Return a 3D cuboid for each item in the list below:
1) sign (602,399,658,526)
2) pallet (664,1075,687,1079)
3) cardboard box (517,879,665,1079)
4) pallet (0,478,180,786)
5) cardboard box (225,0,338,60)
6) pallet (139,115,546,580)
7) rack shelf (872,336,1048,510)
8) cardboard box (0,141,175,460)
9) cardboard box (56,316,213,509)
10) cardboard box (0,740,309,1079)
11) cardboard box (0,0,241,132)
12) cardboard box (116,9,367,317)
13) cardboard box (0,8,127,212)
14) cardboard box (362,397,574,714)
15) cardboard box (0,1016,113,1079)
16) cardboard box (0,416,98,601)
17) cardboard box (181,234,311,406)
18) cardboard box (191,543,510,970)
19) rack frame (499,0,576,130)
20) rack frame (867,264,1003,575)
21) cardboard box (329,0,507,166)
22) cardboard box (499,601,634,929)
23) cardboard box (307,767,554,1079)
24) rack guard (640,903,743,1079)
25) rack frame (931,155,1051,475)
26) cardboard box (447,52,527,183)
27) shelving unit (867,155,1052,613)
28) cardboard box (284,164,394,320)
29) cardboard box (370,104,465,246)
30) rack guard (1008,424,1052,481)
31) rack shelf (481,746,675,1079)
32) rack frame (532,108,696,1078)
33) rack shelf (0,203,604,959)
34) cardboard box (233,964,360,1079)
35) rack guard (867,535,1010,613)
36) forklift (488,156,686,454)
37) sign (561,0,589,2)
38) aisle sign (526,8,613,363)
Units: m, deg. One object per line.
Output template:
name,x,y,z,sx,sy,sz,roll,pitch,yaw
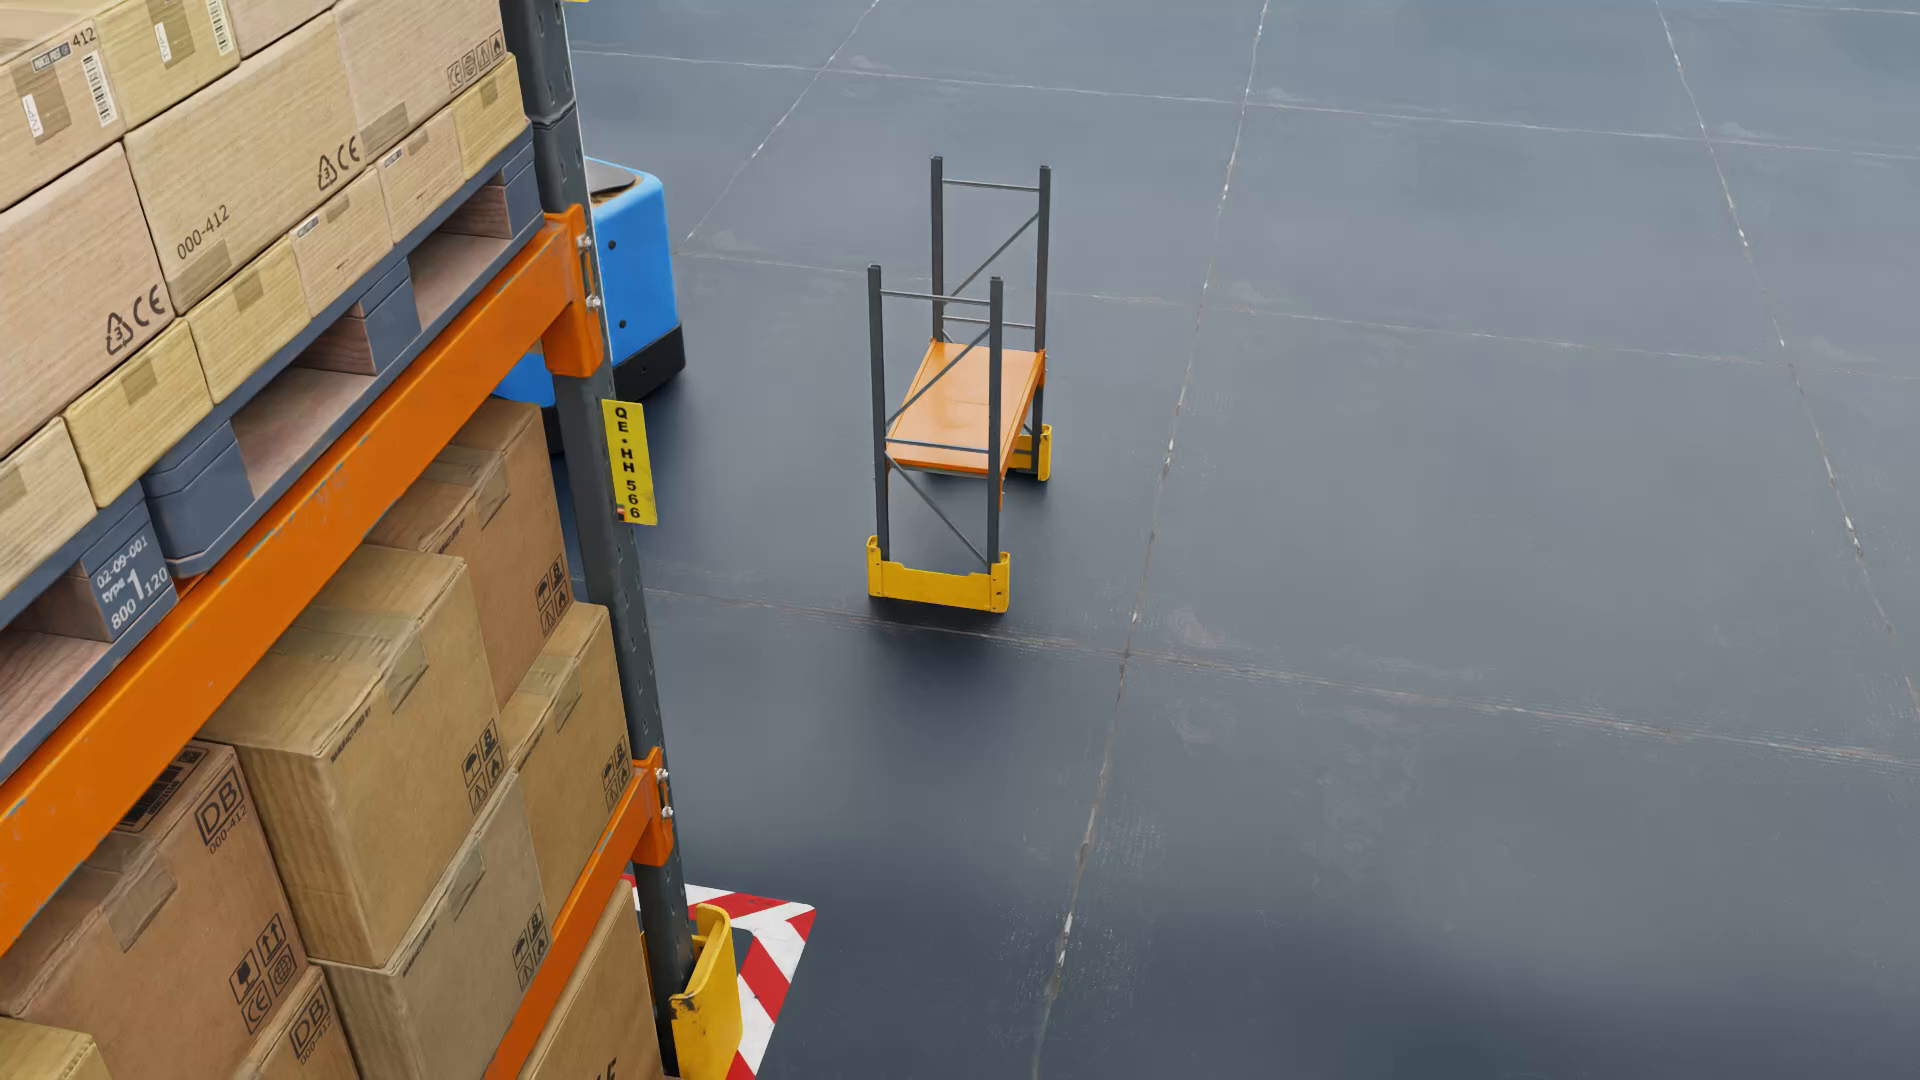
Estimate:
sign,-0.745,-0.171,3.742,0.100,0.325,0.005,7,37,10
pallet,-1.367,1.915,4.428,1.003,0.211,1.213,7,37,10
cardboard box,-1.353,1.405,4.208,0.875,0.875,0.875,8,37,10
pallet,-1.679,0.267,1.845,1.003,0.211,1.213,7,37,10
cardboard box,-1.122,-0.803,2.338,0.380,0.149,0.250,8,37,11
pallet,-1.421,-0.435,2.813,1.003,0.211,1.213,7,37,10
rack shelf,0.018,-0.511,6.983,0.538,0.185,1.000,7,37,10
cardboard box,-1.320,-0.277,1.952,0.500,0.250,0.500,7,37,10
cardboard box,-1.230,-0.189,2.170,0.380,0.149,0.250,7,36,9
cardboard box,-1.669,0.658,2.738,0.875,0.550,0.550,7,37,10
cardboard box,-1.176,-0.655,2.133,0.380,0.149,0.250,8,37,11
cardboard box,-1.211,-0.565,2.349,0.500,0.250,0.500,7,37,10
cardboard box,-1.231,-0.512,1.935,0.380,0.149,0.250,7,37,10
cardboard box,-1.389,0.027,3.608,0.875,0.550,0.550,7,37,10
cardboard box,-1.655,0.978,2.296,0.875,0.550,0.500,7,37,10
cardboard box,-1.284,-0.044,1.970,0.380,0.149,0.250,8,37,10
cardboard box,-1.176,-0.336,2.373,0.380,0.149,0.250,8,37,10
cardboard box,-1.417,0.354,3.157,0.875,0.550,0.550,7,37,10
rack frame,-1.272,-2.112,2.495,1.000,3.000,0.127,7,37,10
rack frame,-0.090,-0.365,6.475,0.500,1.500,0.032,7,37,10
cardboard box,-1.104,-0.852,2.744,0.500,0.250,0.500,8,37,11
cardboard box,-1.307,0.475,3.911,0.875,0.550,0.550,7,37,10
cardboard box,-1.403,0.793,3.472,0.875,0.550,0.550,7,37,10
rack guard,-1.267,1.316,5.008,1.175,0.500,0.348,7,37,10
rack frame,0.127,-0.948,7.279,0.500,1.500,0.032,7,37,10
cardboard box,-1.012,-0.773,2.975,0.380,0.149,0.250,7,37,10
shelving unit,0.016,-0.651,6.870,0.587,1.500,1.083,7,37,10
cardboard box,-1.121,-0.481,2.573,0.380,0.149,0.250,8,37,11
cardboard box,-1.067,-0.628,2.776,0.380,0.149,0.250,8,37,10
rack guard,0.123,-0.430,7.631,0.587,0.250,0.087,7,37,10
rack shelf,-1.699,1.755,2.885,1.077,0.370,4.000,7,37,10
rack frame,-1.272,0.318,4.256,1.000,3.000,0.127,7,37,10
rack shelf,-1.699,0.541,2.005,1.077,0.370,4.000,7,37,10
cardboard box,-1.646,1.099,3.050,0.875,0.550,0.550,7,37,10
rack guard,-0.090,0.141,6.843,0.587,0.250,0.087,7,37,10
forklift,-2.903,-2.222,7.818,3.031,2.935,1.130,19,40,25
sign,-0.745,-1.148,3.034,0.100,0.325,0.005,7,37,10
aisle sign,-0.964,-0.738,3.497,0.394,0.787,0.004,7,37,10
